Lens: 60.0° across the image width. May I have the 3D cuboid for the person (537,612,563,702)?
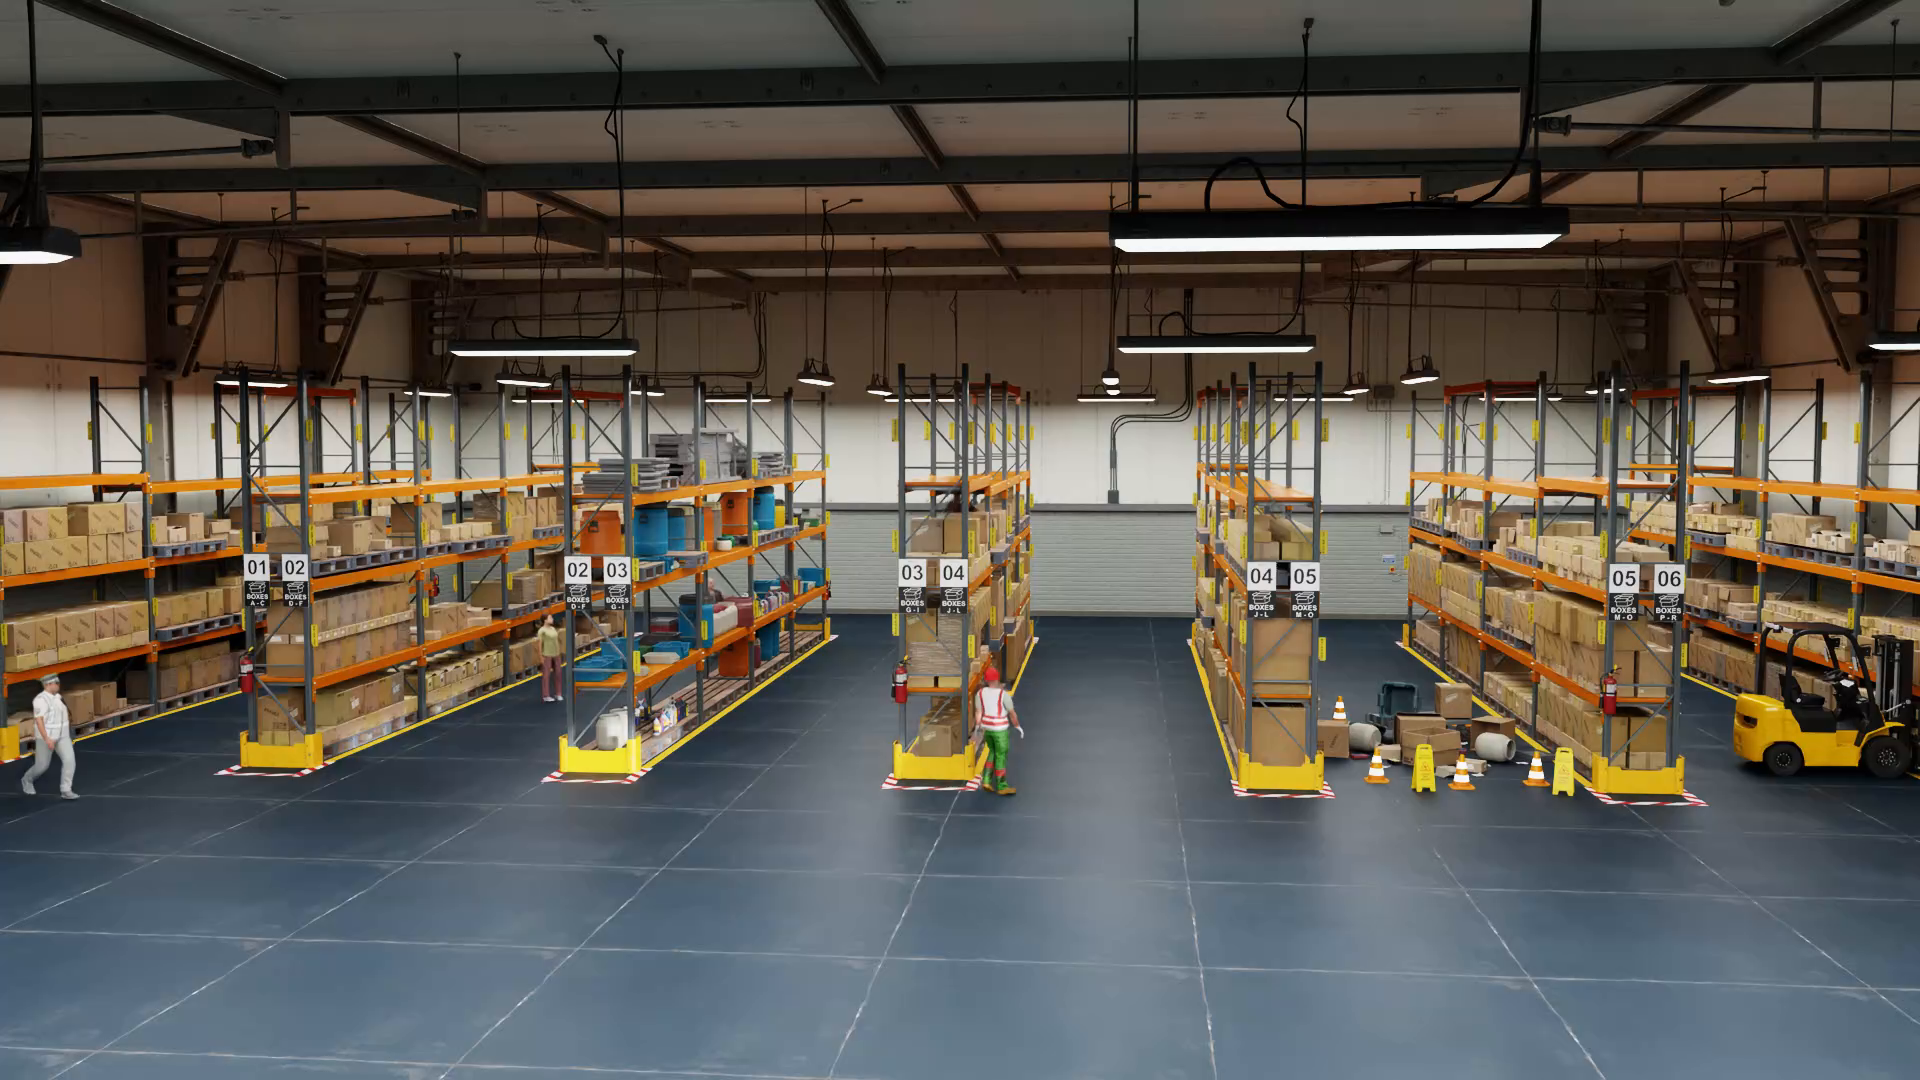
[{"bbox_3d":[-7.646,2.177,31.083,0.527,1.672,0.392,-4,5,-44],"label":"person"}]

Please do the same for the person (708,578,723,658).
[{"bbox_3d":[-5.562,1.744,37.060,0.616,1.791,0.448,0,4,-3],"label":"person"}]

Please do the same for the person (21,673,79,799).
[{"bbox_3d":[-12.457,2.668,22.744,0.894,1.713,0.511,2,4,31],"label":"person"}]

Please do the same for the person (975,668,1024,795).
[{"bbox_3d":[0.513,2.628,23.036,0.588,1.774,0.617,-3,5,-42],"label":"person"}]
